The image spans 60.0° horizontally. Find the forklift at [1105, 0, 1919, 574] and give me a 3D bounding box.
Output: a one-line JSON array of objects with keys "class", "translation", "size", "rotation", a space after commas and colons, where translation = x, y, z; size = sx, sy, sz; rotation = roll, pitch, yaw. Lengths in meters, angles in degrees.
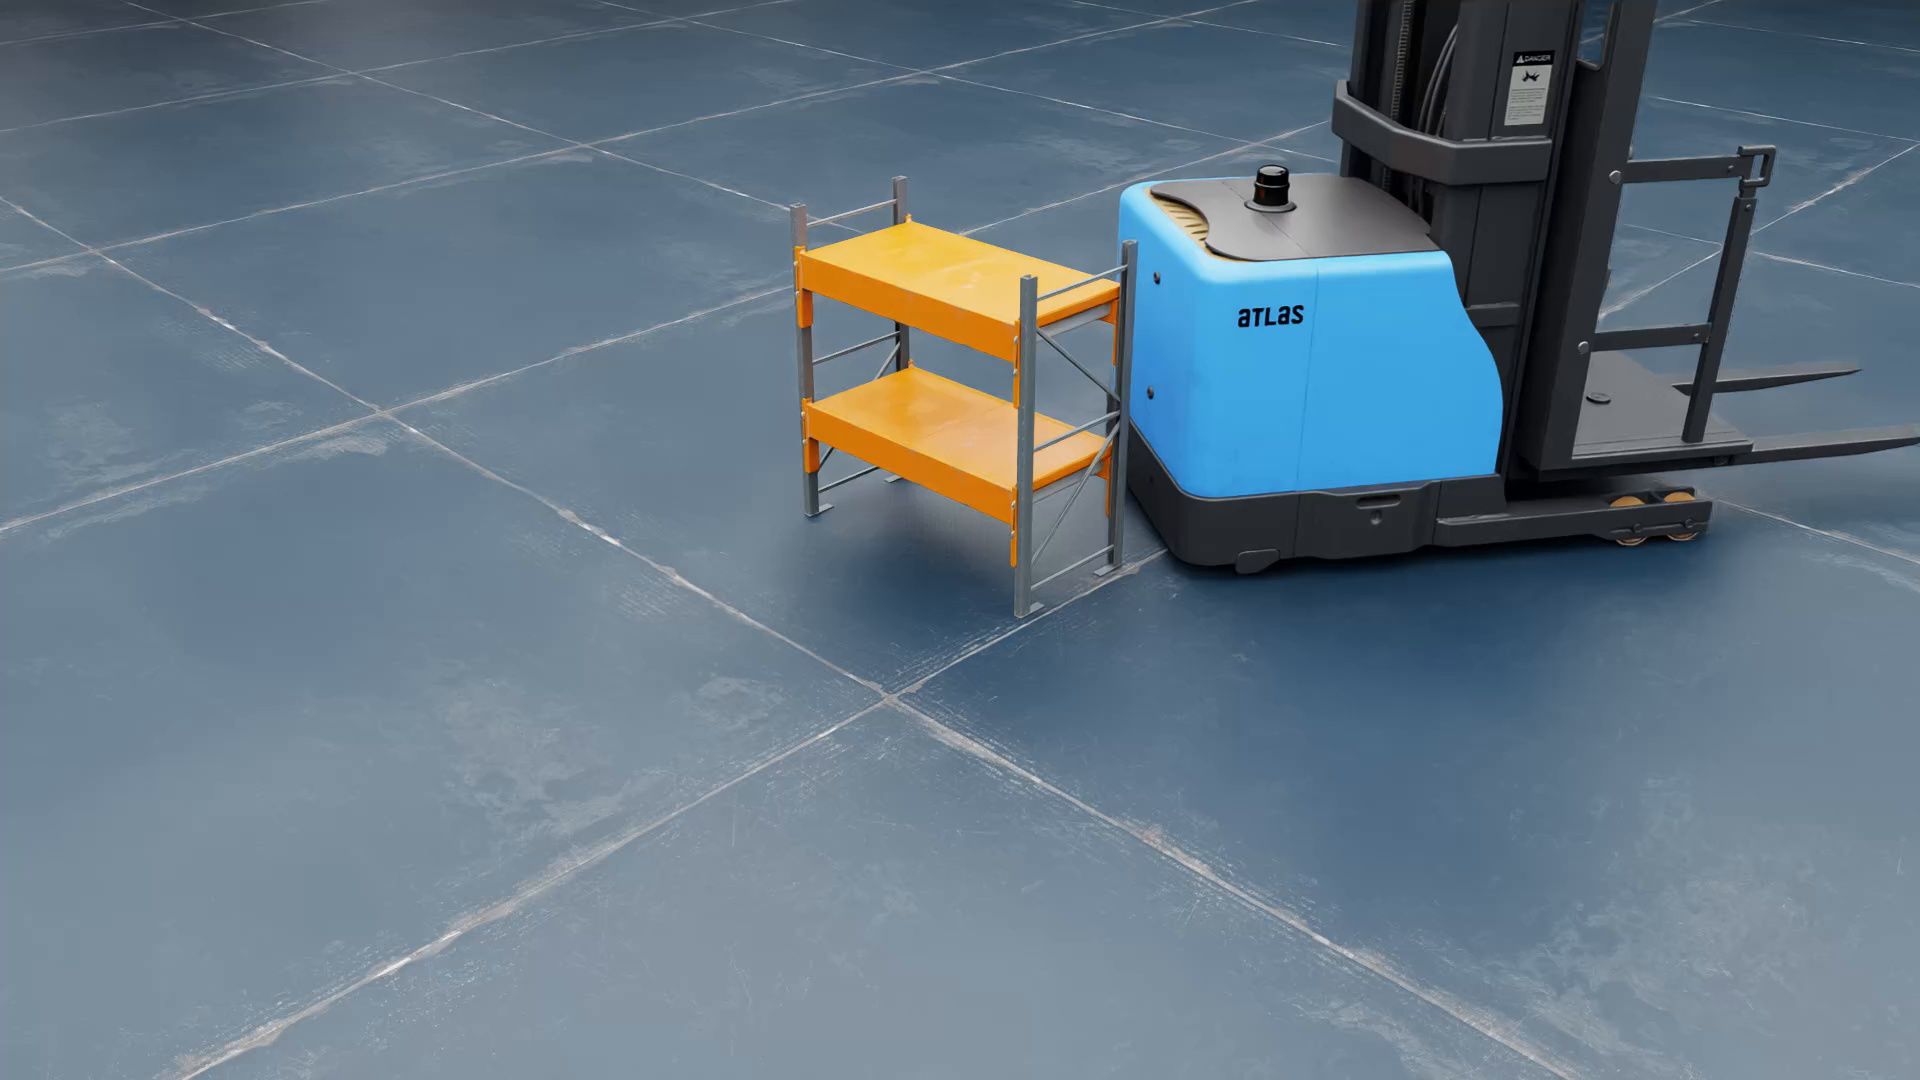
[{"class": "forklift", "translation": [2.114, -1.513, 5.478], "size": [3.031, 2.935, 1.130], "rotation": [-5, 28, -10]}]

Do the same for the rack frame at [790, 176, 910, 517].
[{"class": "rack frame", "translation": [-0.367, -0.666, 5.808], "size": [0.032, 1.125, 0.500], "rotation": [25, 36, 38]}]

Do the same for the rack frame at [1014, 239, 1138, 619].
[{"class": "rack frame", "translation": [0.358, -0.334, 5.177], "size": [0.032, 1.125, 0.500], "rotation": [25, 36, 38]}]

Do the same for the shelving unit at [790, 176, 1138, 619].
[{"class": "shelving unit", "translation": [-0.005, -0.500, 5.492], "size": [1.048, 1.125, 0.538], "rotation": [25, 36, 38]}]

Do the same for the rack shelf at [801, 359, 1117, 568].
[{"class": "rack shelf", "translation": [-0.005, -0.284, 5.606], "size": [1.000, 0.278, 0.538], "rotation": [25, 36, 38]}]

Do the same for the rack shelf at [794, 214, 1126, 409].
[{"class": "rack shelf", "translation": [-0.005, -0.759, 5.356], "size": [1.000, 0.278, 0.538], "rotation": [25, 36, 38]}]
